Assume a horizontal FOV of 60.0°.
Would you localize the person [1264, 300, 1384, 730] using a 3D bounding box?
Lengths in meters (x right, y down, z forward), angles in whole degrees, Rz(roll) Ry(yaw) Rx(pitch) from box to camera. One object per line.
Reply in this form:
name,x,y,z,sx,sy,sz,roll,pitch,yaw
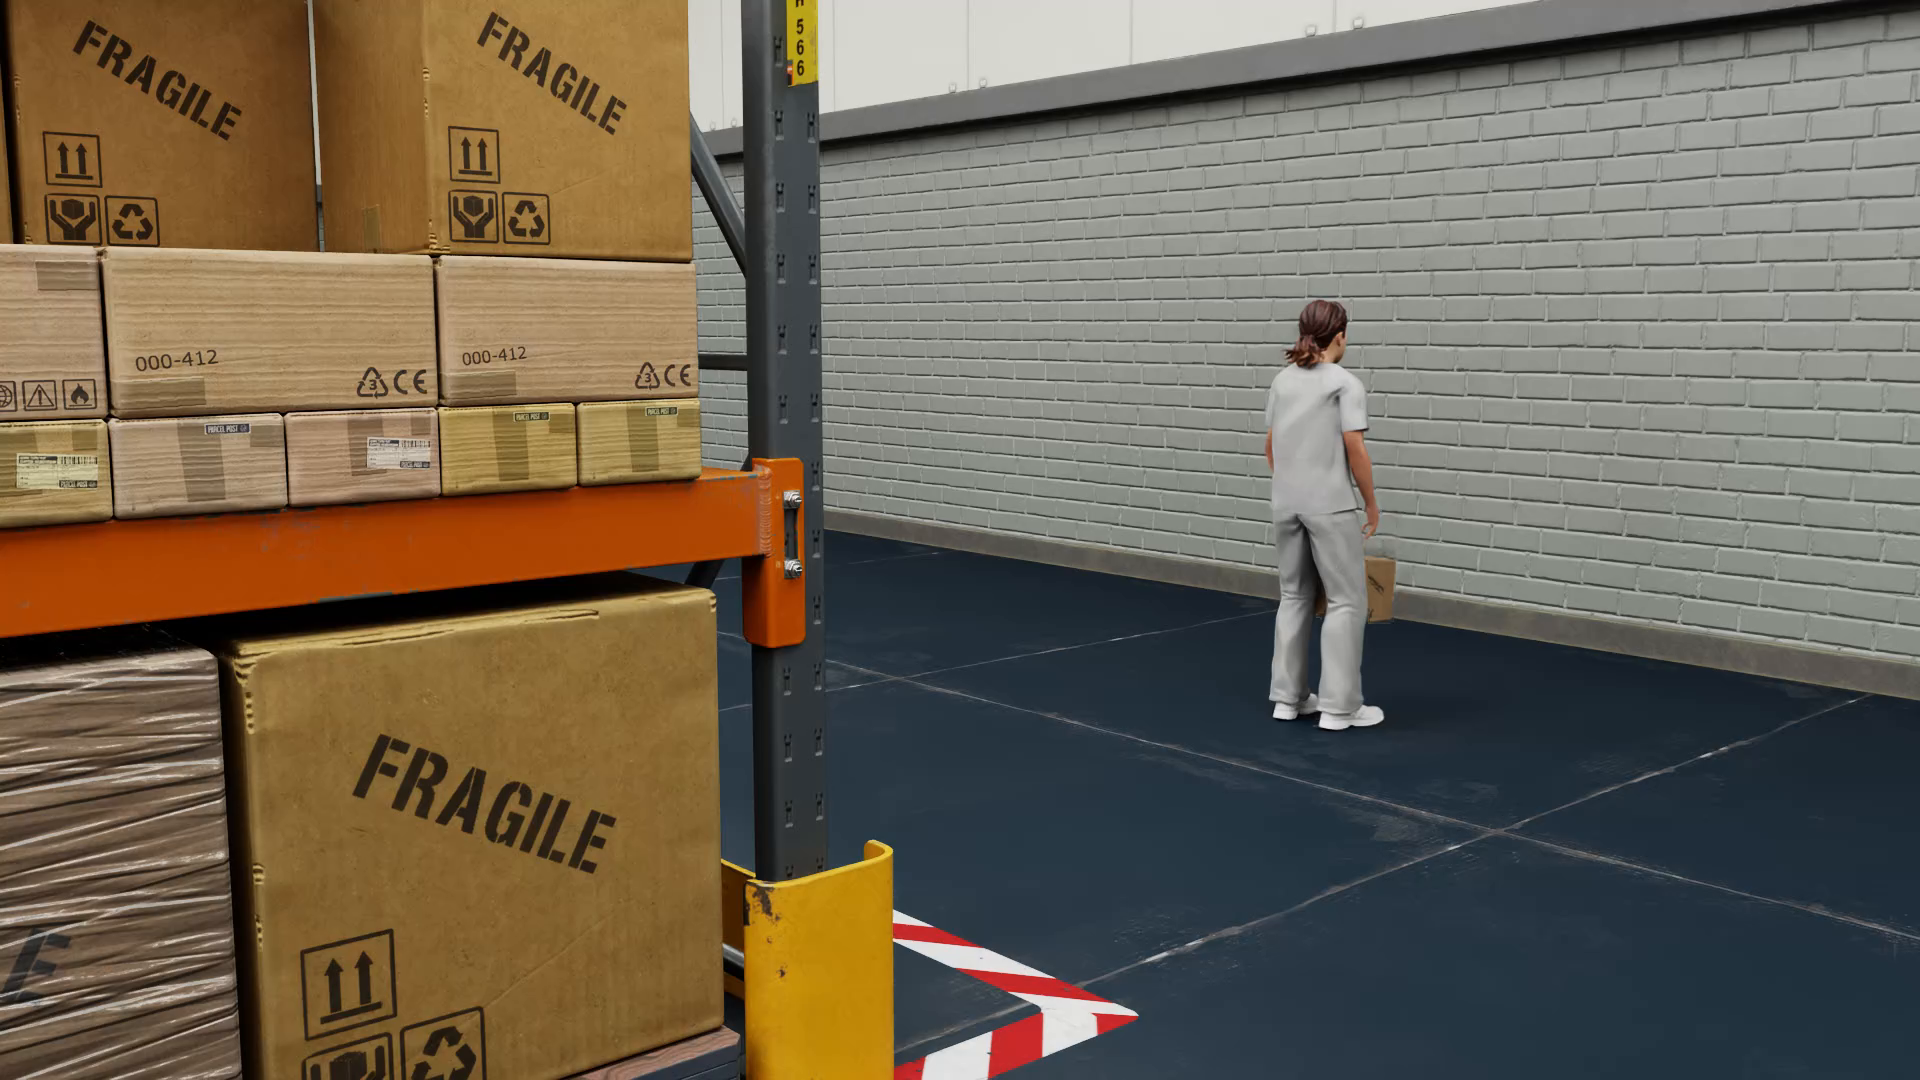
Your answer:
person,1.423,-0.106,6.590,0.364,1.676,0.474,-7,10,-42
